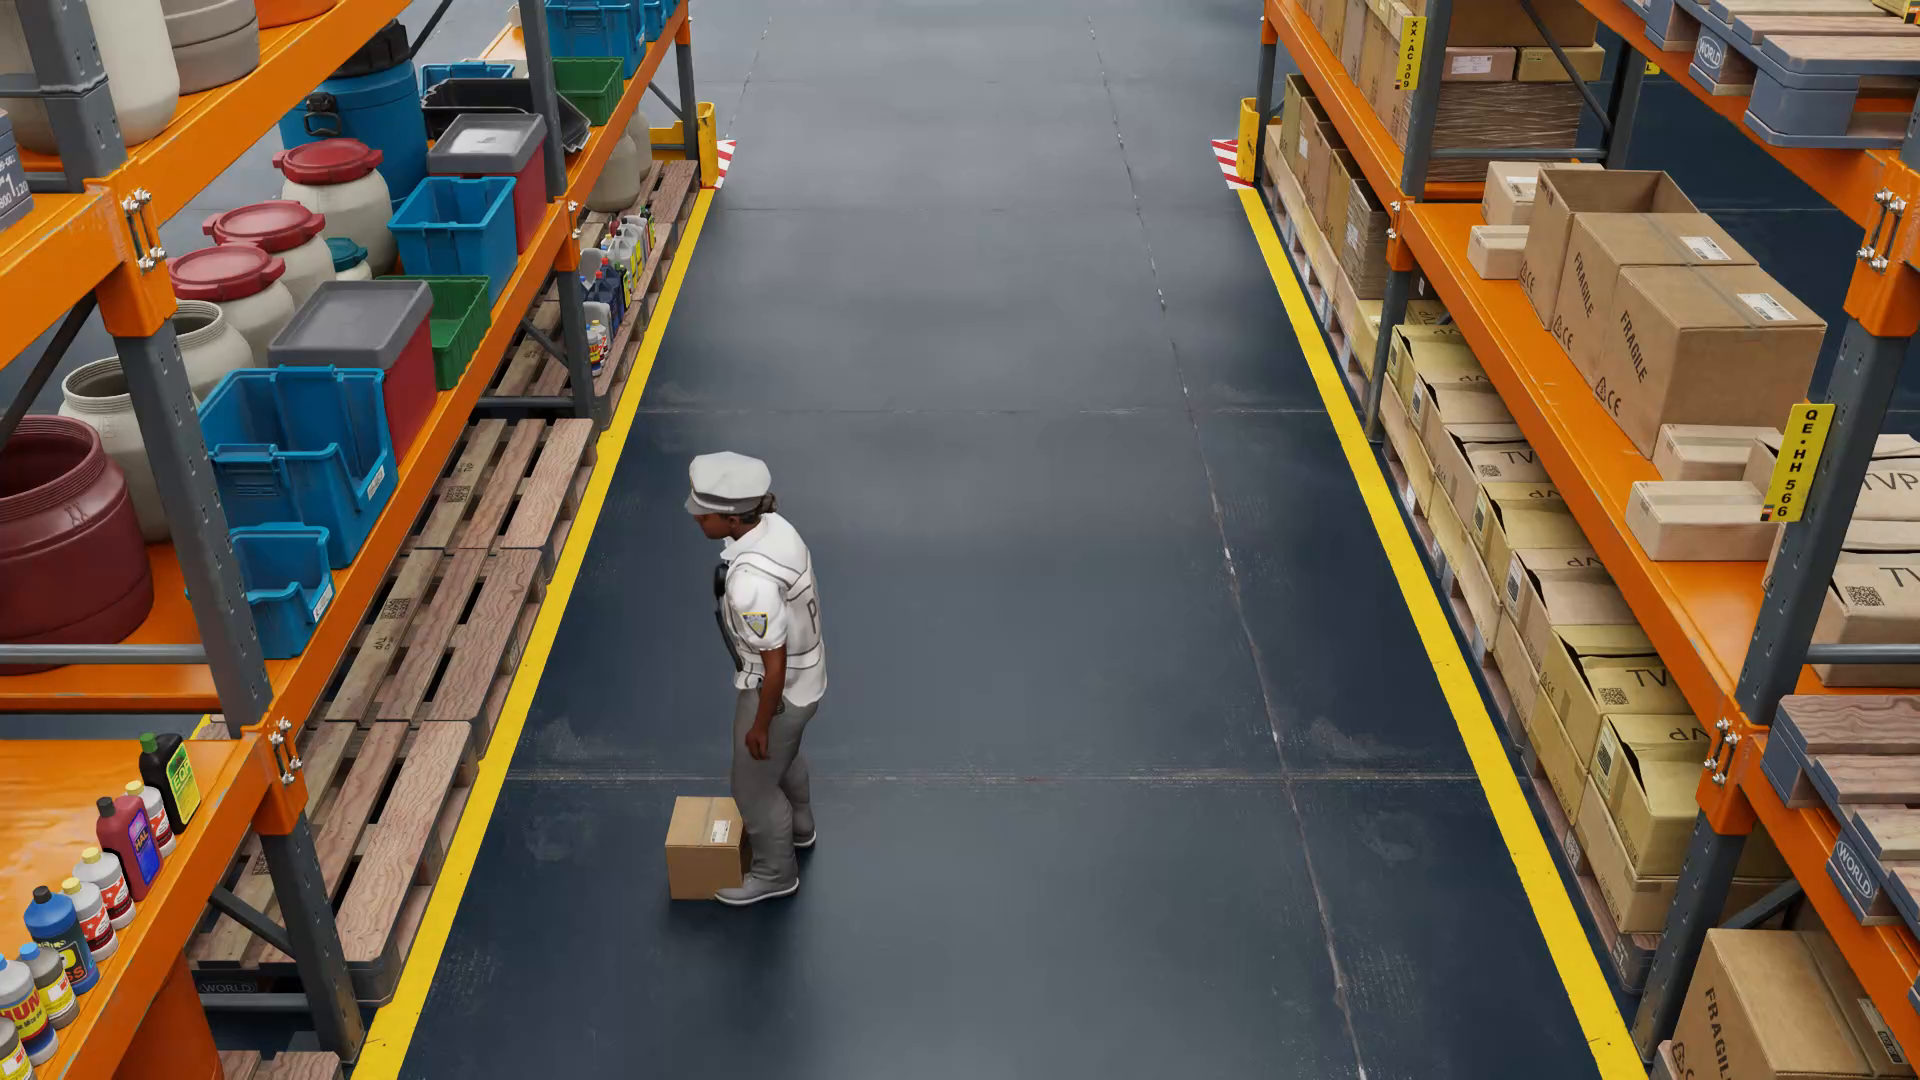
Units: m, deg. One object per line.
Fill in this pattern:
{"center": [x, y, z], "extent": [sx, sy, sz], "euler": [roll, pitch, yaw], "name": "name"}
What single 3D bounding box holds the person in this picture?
{"center": [-0.644, 0.461, 5.387], "extent": [0.426, 1.661, 0.531], "euler": [-2, 32, -3], "name": "person"}
